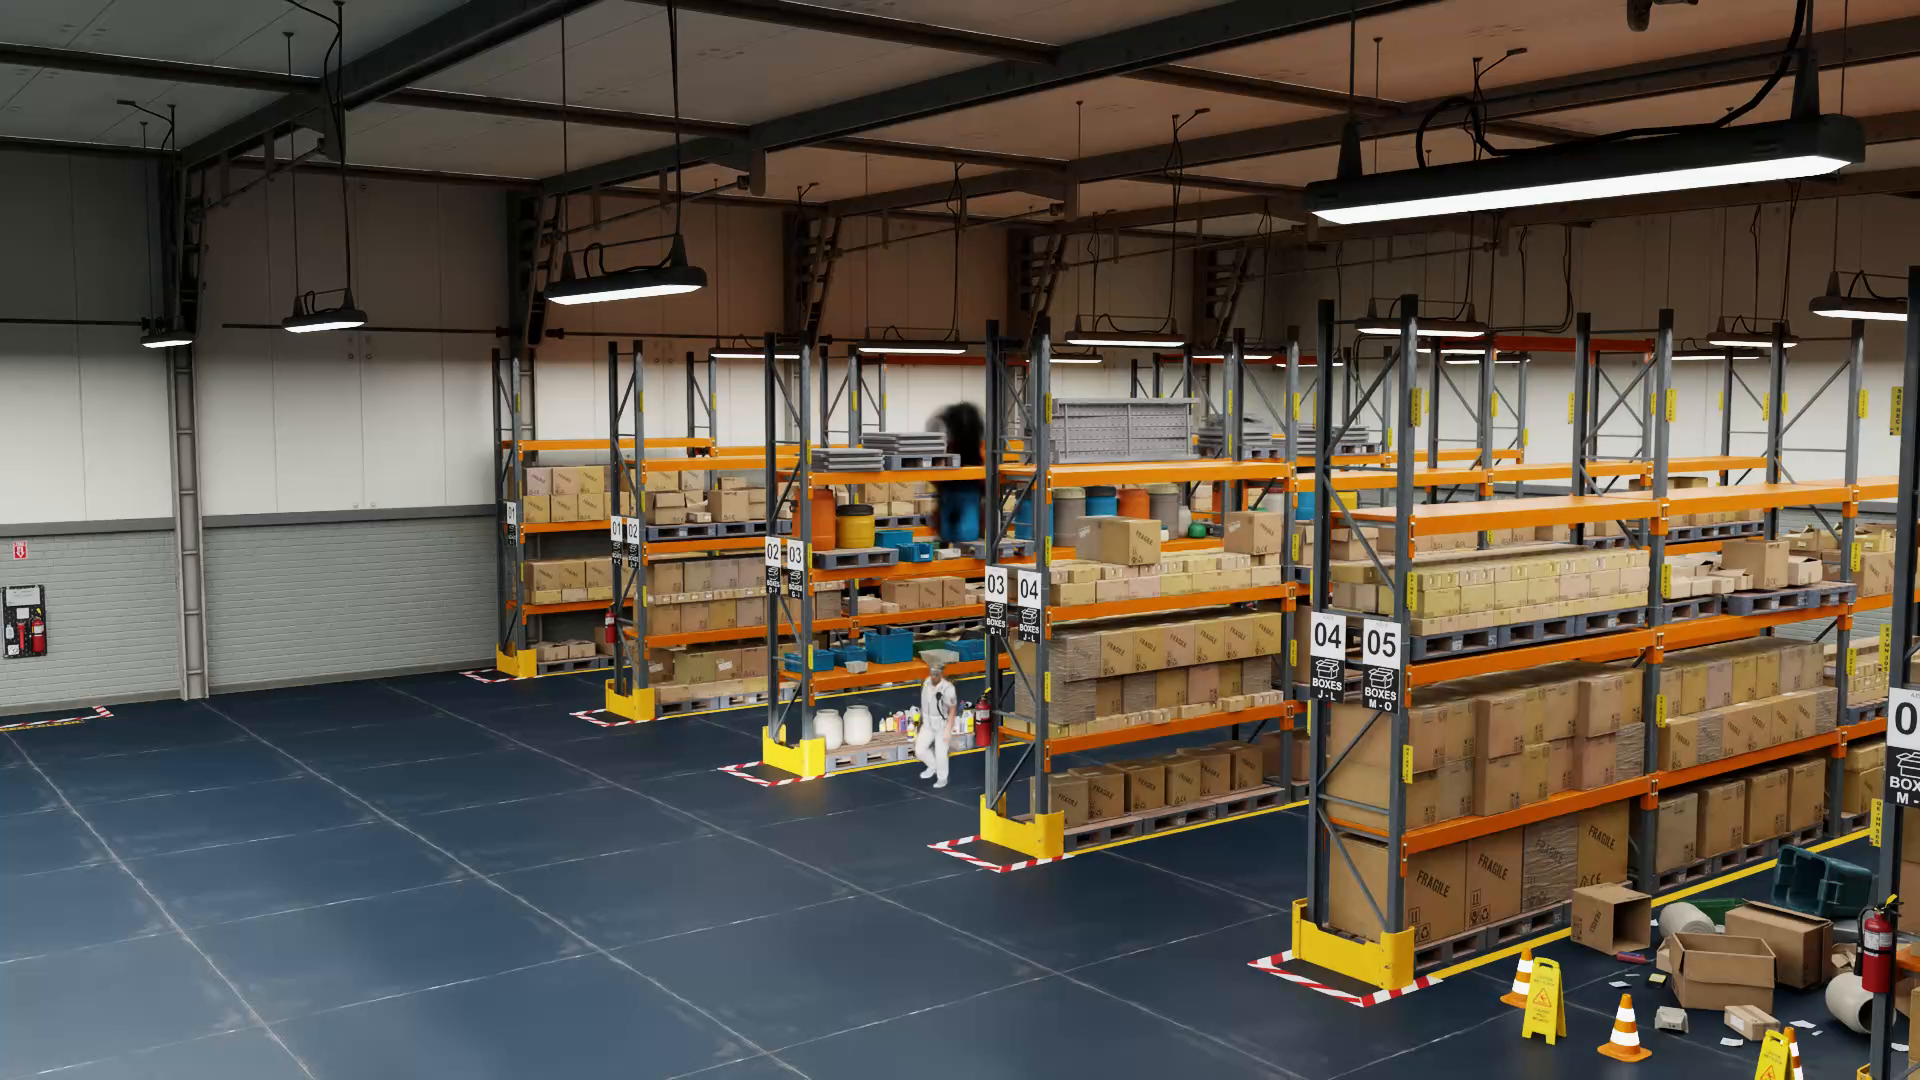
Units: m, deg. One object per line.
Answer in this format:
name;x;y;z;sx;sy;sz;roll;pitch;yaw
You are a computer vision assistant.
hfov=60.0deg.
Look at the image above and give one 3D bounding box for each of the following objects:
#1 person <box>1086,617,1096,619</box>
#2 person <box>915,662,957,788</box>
person;2.342;1.745;28.986;0.830;1.811;0.666;-4;6;-36
person;-0.289;2.408;21.754;0.681;1.696;0.598;3;6;31
